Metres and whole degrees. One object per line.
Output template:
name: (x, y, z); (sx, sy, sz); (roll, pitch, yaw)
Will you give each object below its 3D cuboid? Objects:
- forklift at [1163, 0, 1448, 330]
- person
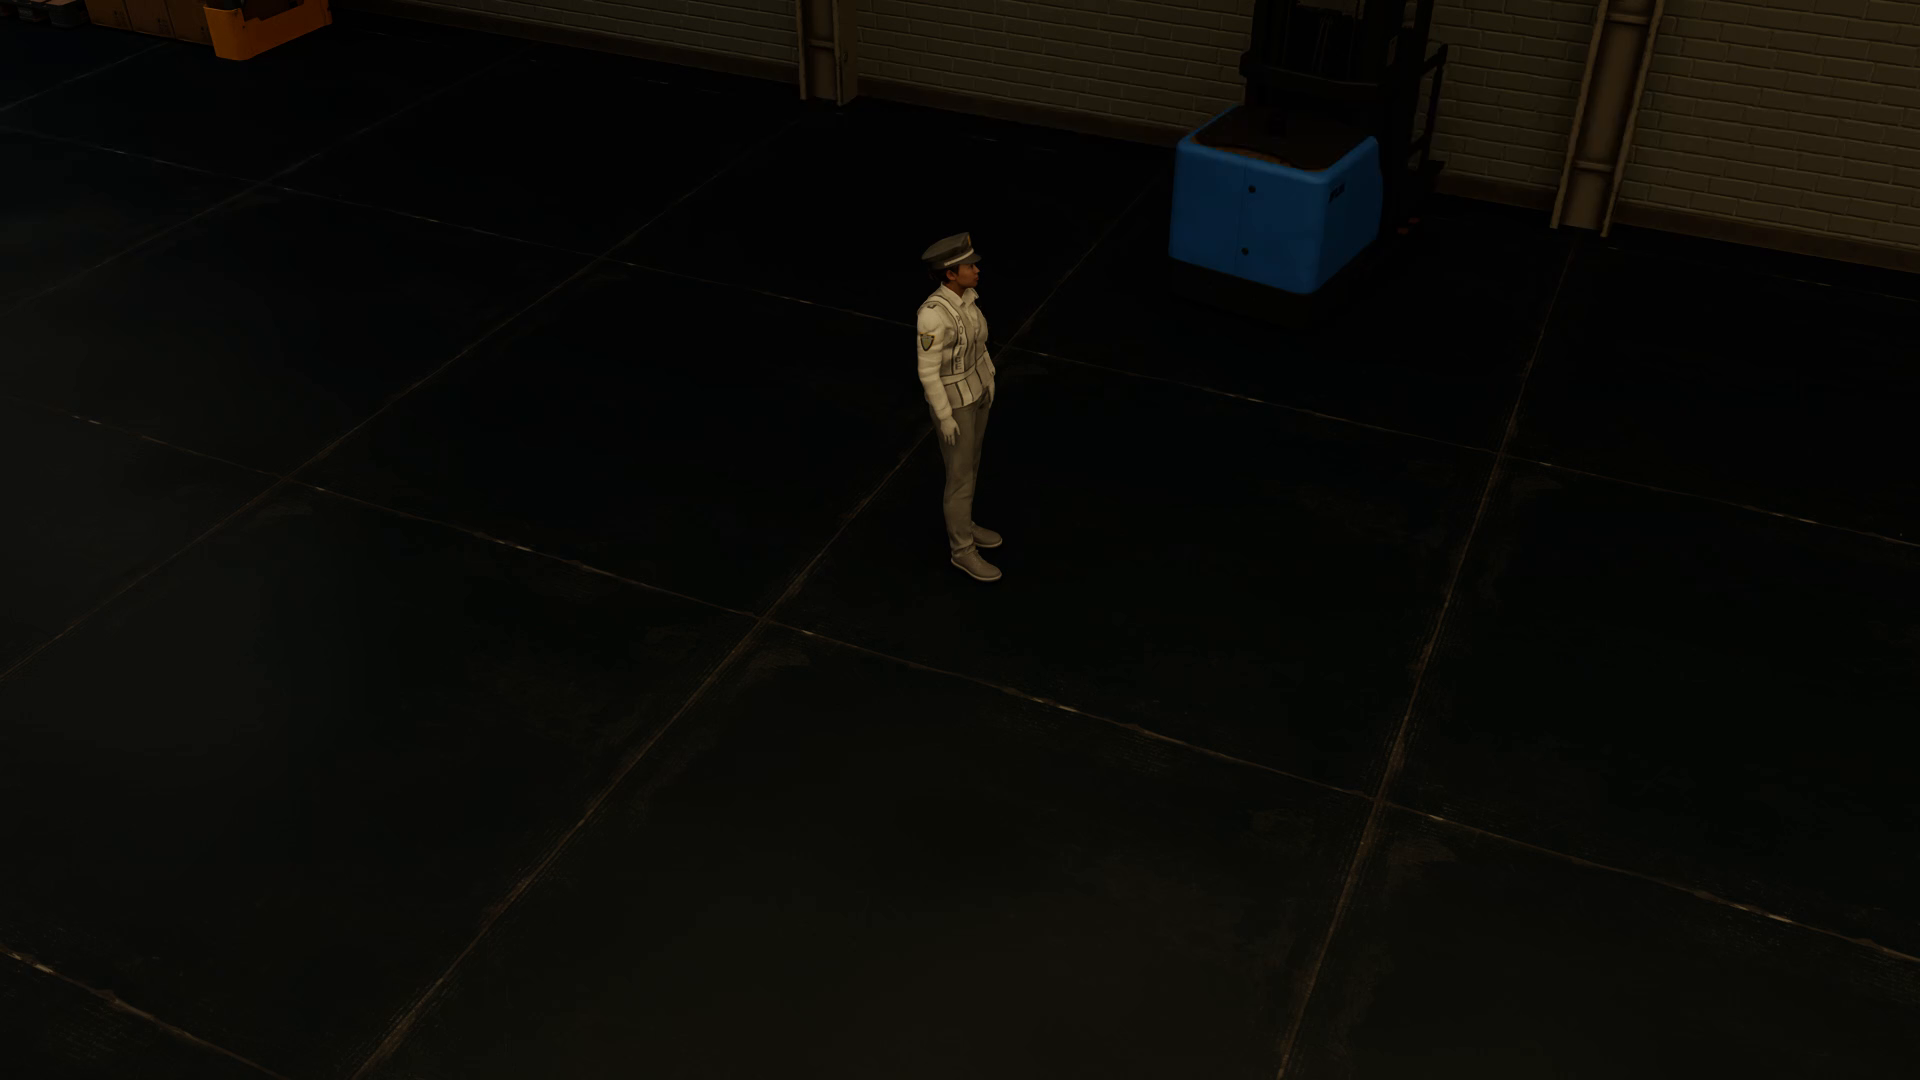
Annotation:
forklift: (2.564, -3.308, 10.724); (1.130, 2.935, 3.031); (22, 41, 27)
person: (0.060, -0.676, 8.087); (0.531, 1.695, 0.587); (15, 38, 20)
